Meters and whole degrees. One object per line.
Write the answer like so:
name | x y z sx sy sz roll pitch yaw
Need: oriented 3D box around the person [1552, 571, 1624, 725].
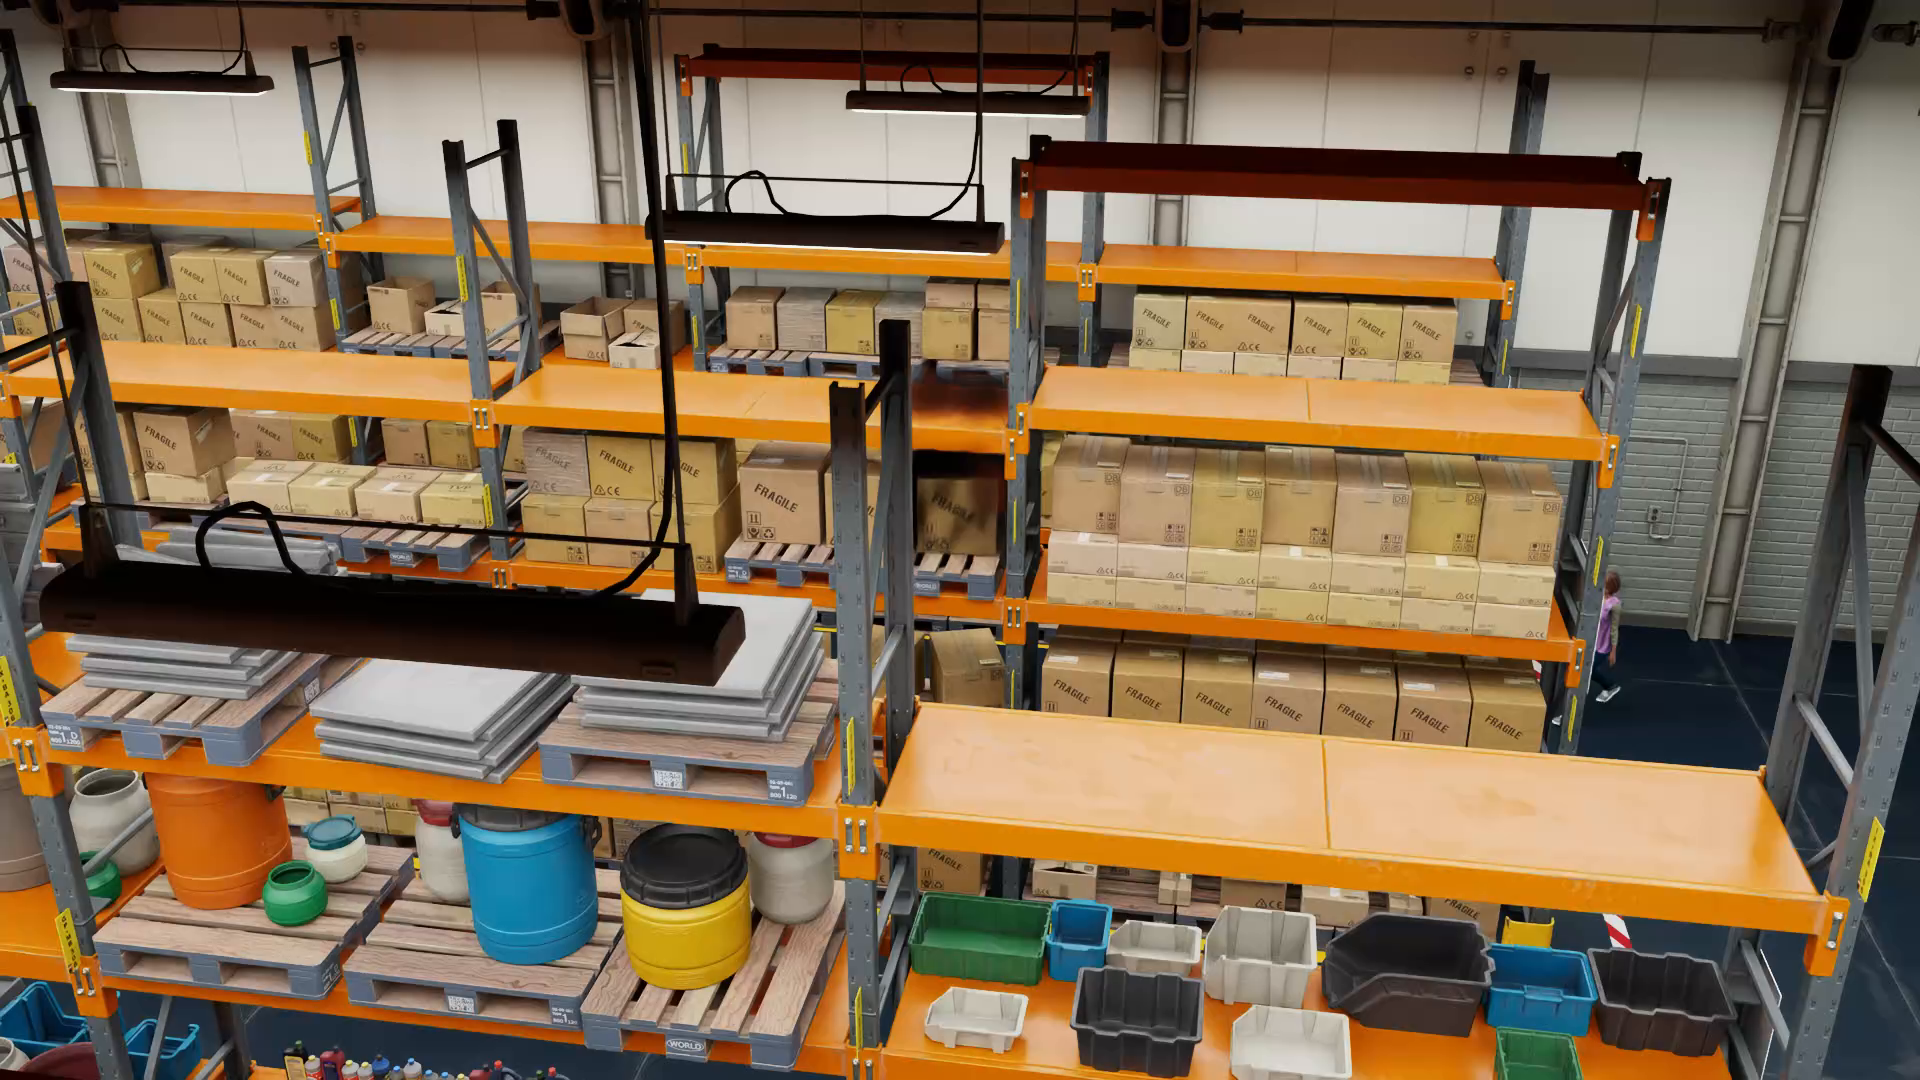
person | 6.113 0.998 15.976 0.853 1.553 0.414 -7 24 -15
